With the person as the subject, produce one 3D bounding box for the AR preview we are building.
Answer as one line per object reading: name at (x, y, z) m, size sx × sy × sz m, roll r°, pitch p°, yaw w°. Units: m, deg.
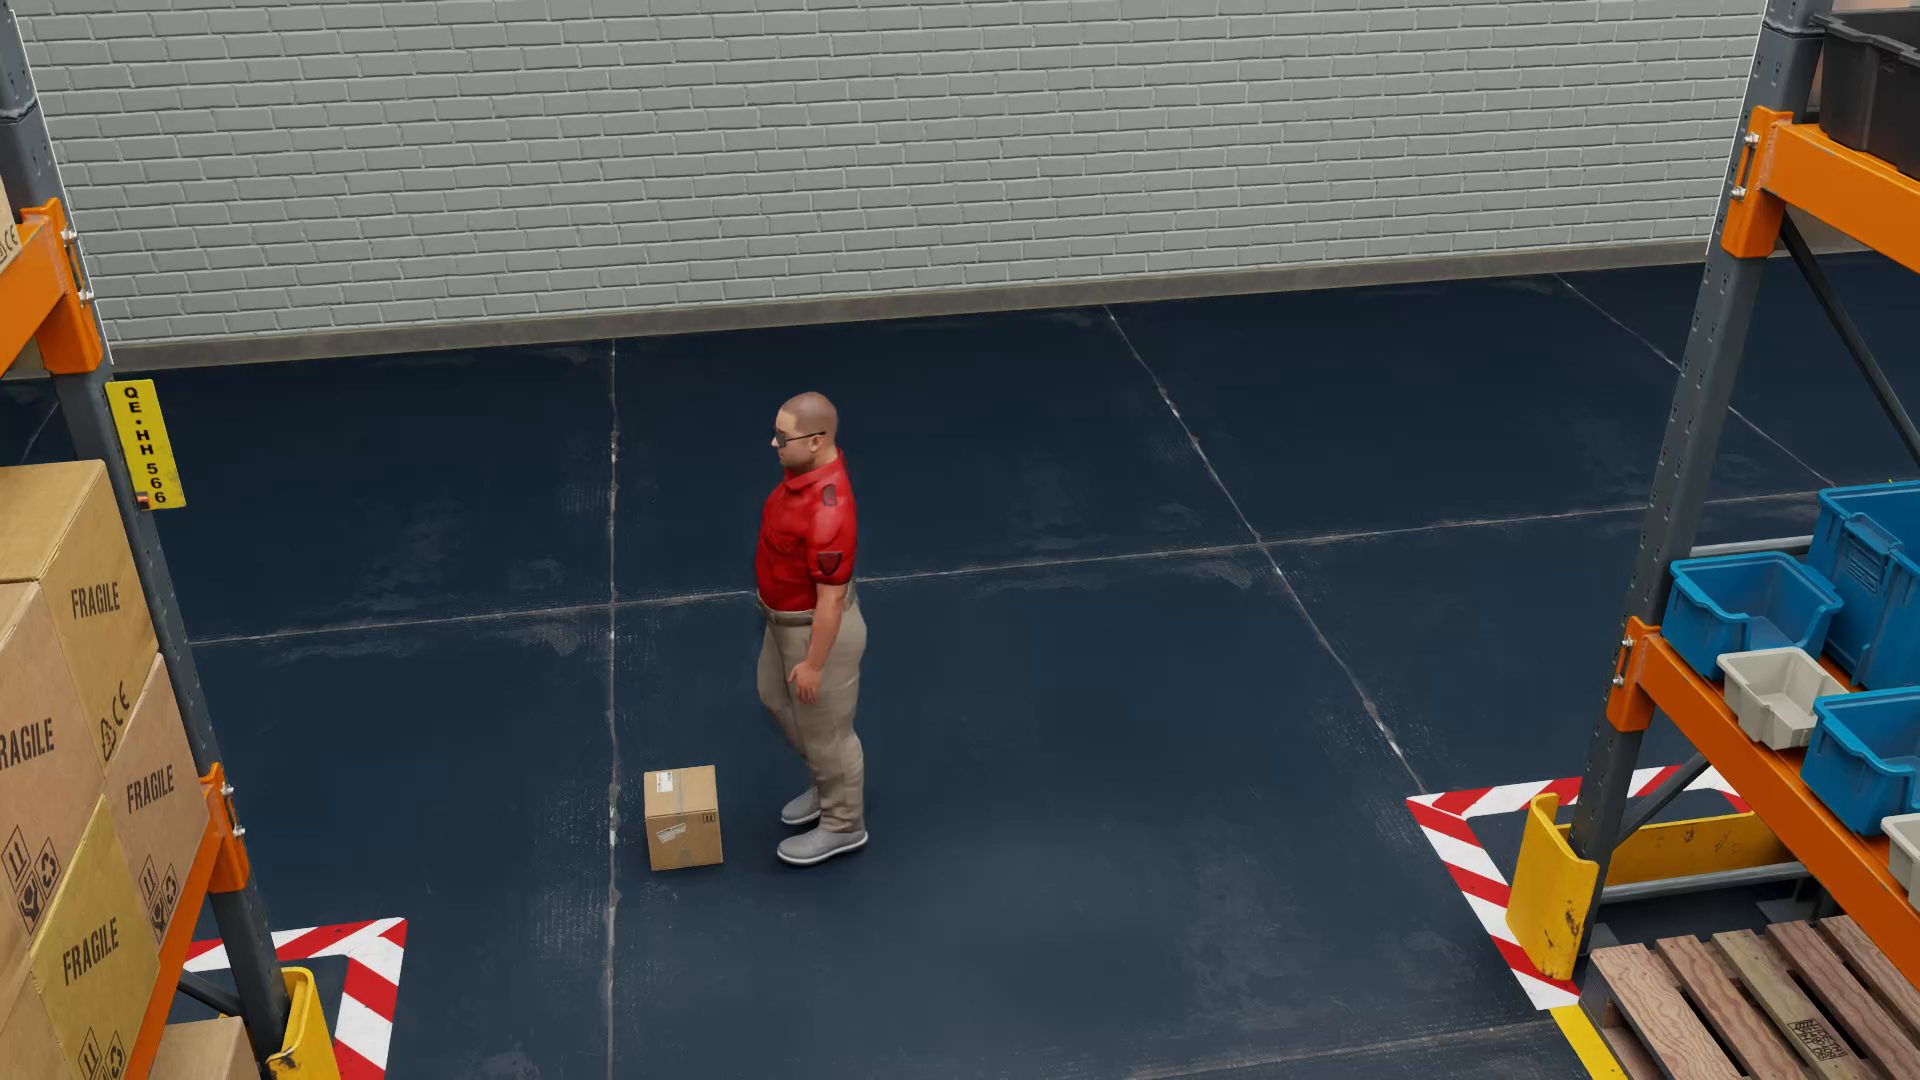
person at (-0.507, 0.297, 5.619) m, size 0.370 × 1.554 × 0.425 m, roll -5°, pitch 31°, yaw -9°
